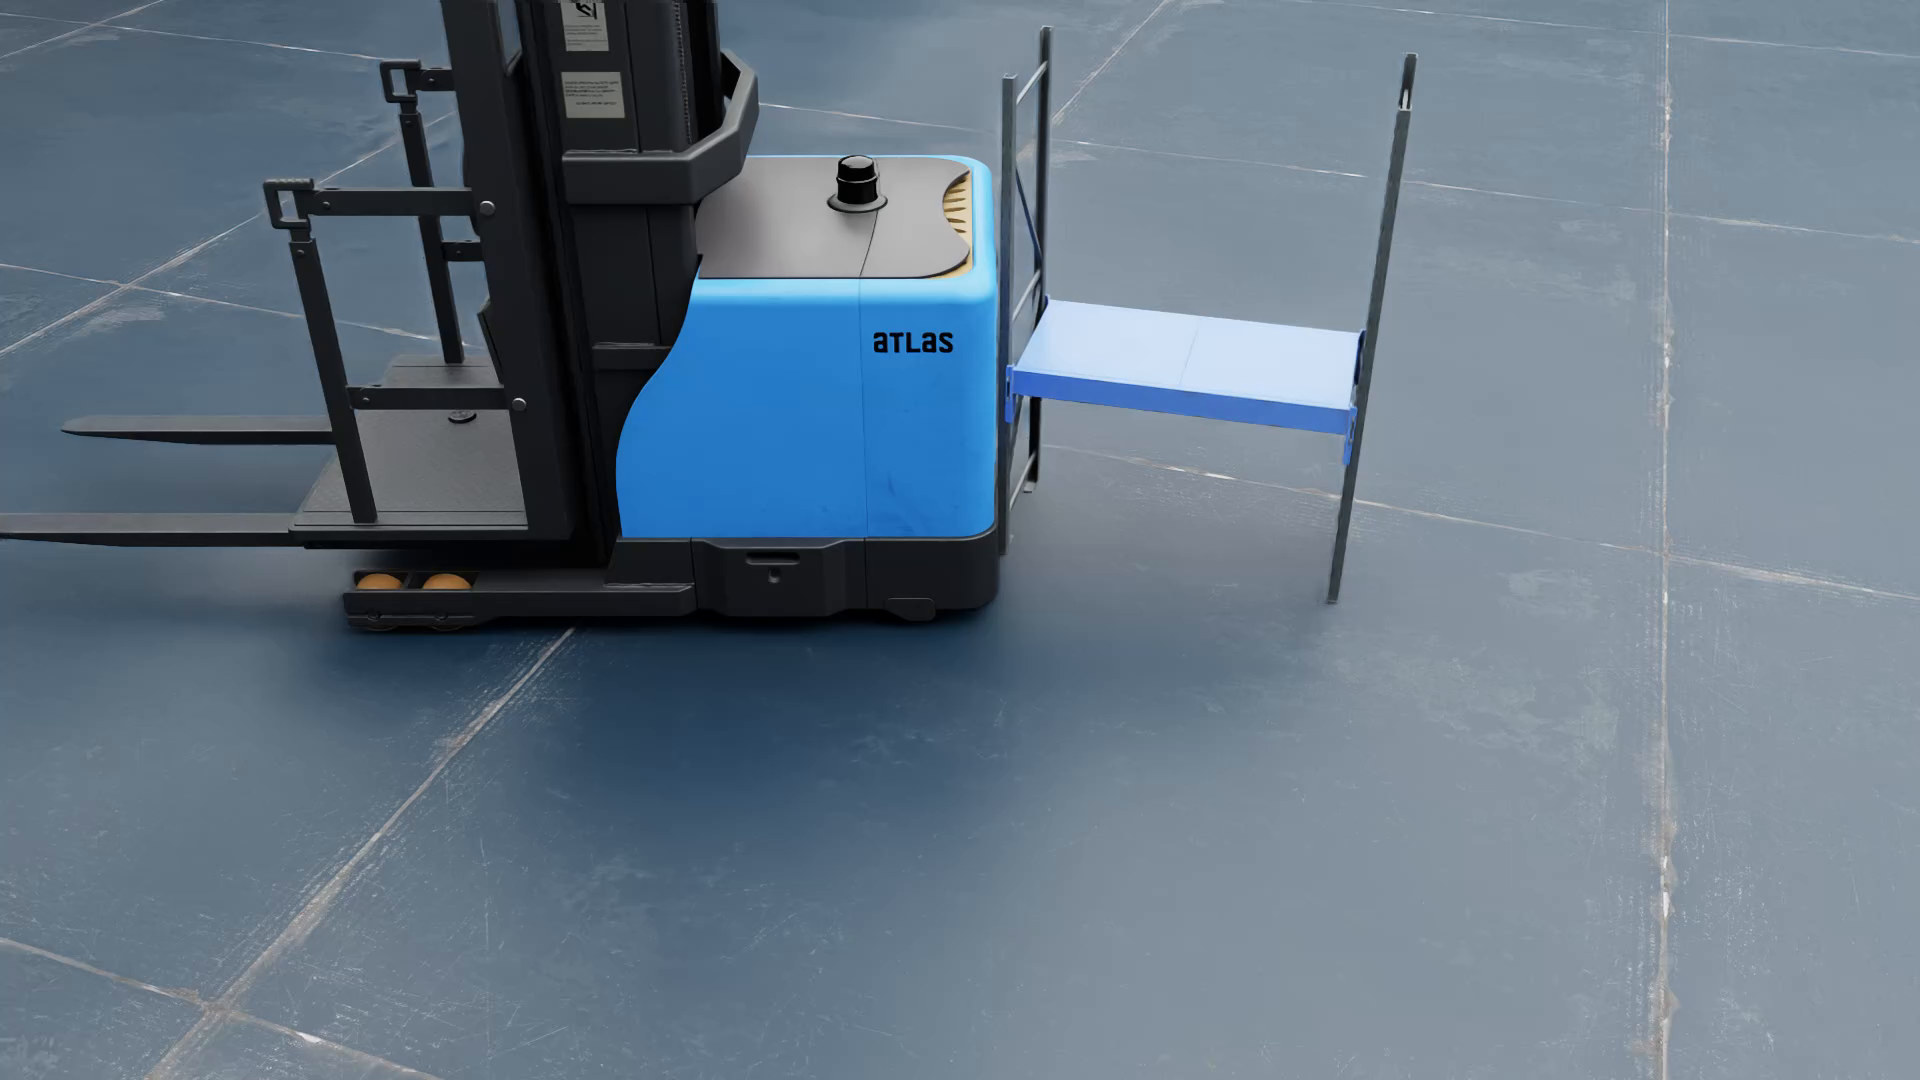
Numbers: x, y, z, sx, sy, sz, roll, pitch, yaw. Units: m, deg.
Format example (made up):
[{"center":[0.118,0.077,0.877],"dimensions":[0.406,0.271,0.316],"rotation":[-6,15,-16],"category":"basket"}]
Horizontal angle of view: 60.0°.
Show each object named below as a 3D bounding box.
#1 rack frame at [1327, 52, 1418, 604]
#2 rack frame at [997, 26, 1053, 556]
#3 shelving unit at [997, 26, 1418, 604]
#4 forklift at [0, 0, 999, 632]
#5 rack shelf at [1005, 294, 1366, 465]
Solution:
[{"center":[1.173,-0.572,4.753],"dimensions":[0.032,1.500,0.500],"rotation":[8,34,12],"category":"rack frame"},{"center":[0.189,-0.712,4.970],"dimensions":[0.032,1.500,0.500],"rotation":[8,34,12],"category":"rack frame"},{"center":[0.681,-0.642,4.862],"dimensions":[1.048,1.500,0.538],"rotation":[8,34,12],"category":"shelving unit"},{"center":[-1.405,-1.253,4.489],"dimensions":[3.031,2.935,1.130],"rotation":[0,33,0],"category":"forklift"},{"center":[0.681,-0.491,4.959],"dimensions":[1.000,0.185,0.538],"rotation":[8,34,12],"category":"rack shelf"}]
